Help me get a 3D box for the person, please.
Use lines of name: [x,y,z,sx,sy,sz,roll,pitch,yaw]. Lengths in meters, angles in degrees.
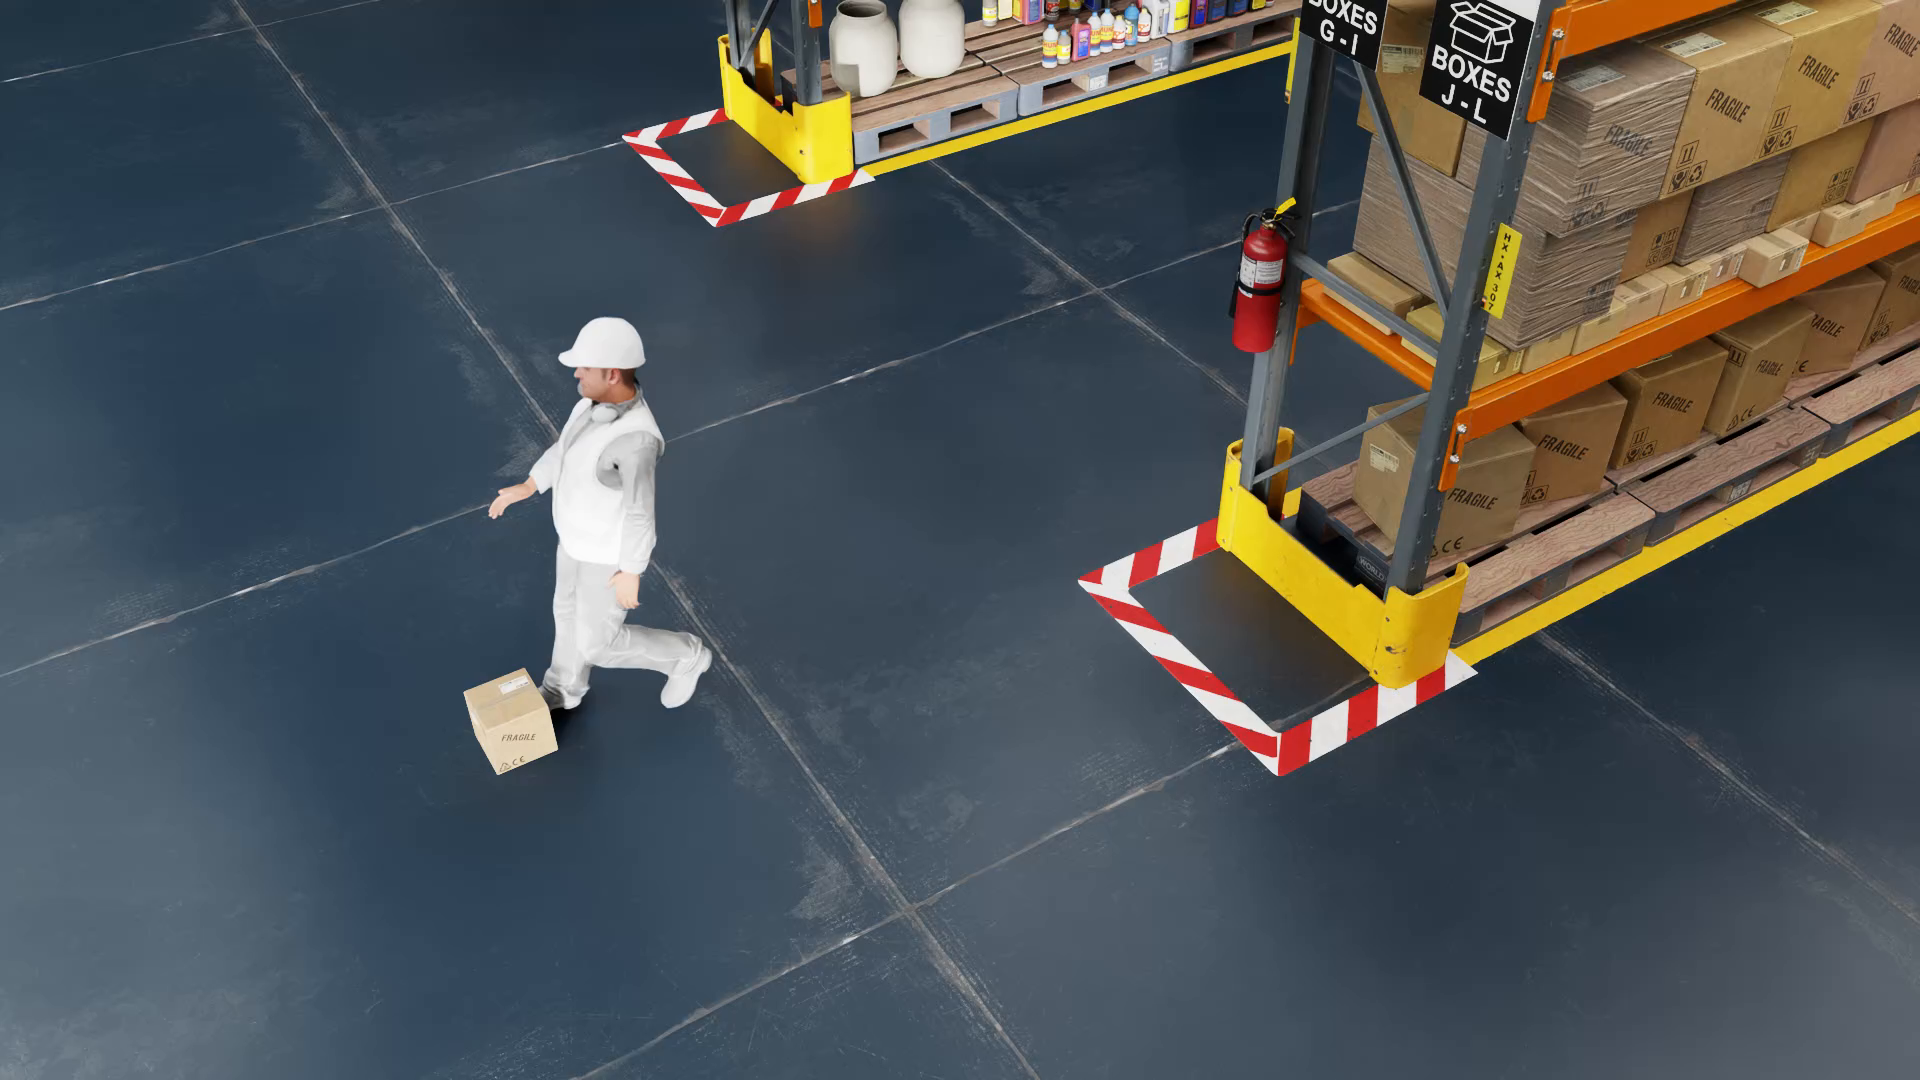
person: [-1.408,-0.009,6.168,0.808,1.716,0.611,-16,43,-18]
